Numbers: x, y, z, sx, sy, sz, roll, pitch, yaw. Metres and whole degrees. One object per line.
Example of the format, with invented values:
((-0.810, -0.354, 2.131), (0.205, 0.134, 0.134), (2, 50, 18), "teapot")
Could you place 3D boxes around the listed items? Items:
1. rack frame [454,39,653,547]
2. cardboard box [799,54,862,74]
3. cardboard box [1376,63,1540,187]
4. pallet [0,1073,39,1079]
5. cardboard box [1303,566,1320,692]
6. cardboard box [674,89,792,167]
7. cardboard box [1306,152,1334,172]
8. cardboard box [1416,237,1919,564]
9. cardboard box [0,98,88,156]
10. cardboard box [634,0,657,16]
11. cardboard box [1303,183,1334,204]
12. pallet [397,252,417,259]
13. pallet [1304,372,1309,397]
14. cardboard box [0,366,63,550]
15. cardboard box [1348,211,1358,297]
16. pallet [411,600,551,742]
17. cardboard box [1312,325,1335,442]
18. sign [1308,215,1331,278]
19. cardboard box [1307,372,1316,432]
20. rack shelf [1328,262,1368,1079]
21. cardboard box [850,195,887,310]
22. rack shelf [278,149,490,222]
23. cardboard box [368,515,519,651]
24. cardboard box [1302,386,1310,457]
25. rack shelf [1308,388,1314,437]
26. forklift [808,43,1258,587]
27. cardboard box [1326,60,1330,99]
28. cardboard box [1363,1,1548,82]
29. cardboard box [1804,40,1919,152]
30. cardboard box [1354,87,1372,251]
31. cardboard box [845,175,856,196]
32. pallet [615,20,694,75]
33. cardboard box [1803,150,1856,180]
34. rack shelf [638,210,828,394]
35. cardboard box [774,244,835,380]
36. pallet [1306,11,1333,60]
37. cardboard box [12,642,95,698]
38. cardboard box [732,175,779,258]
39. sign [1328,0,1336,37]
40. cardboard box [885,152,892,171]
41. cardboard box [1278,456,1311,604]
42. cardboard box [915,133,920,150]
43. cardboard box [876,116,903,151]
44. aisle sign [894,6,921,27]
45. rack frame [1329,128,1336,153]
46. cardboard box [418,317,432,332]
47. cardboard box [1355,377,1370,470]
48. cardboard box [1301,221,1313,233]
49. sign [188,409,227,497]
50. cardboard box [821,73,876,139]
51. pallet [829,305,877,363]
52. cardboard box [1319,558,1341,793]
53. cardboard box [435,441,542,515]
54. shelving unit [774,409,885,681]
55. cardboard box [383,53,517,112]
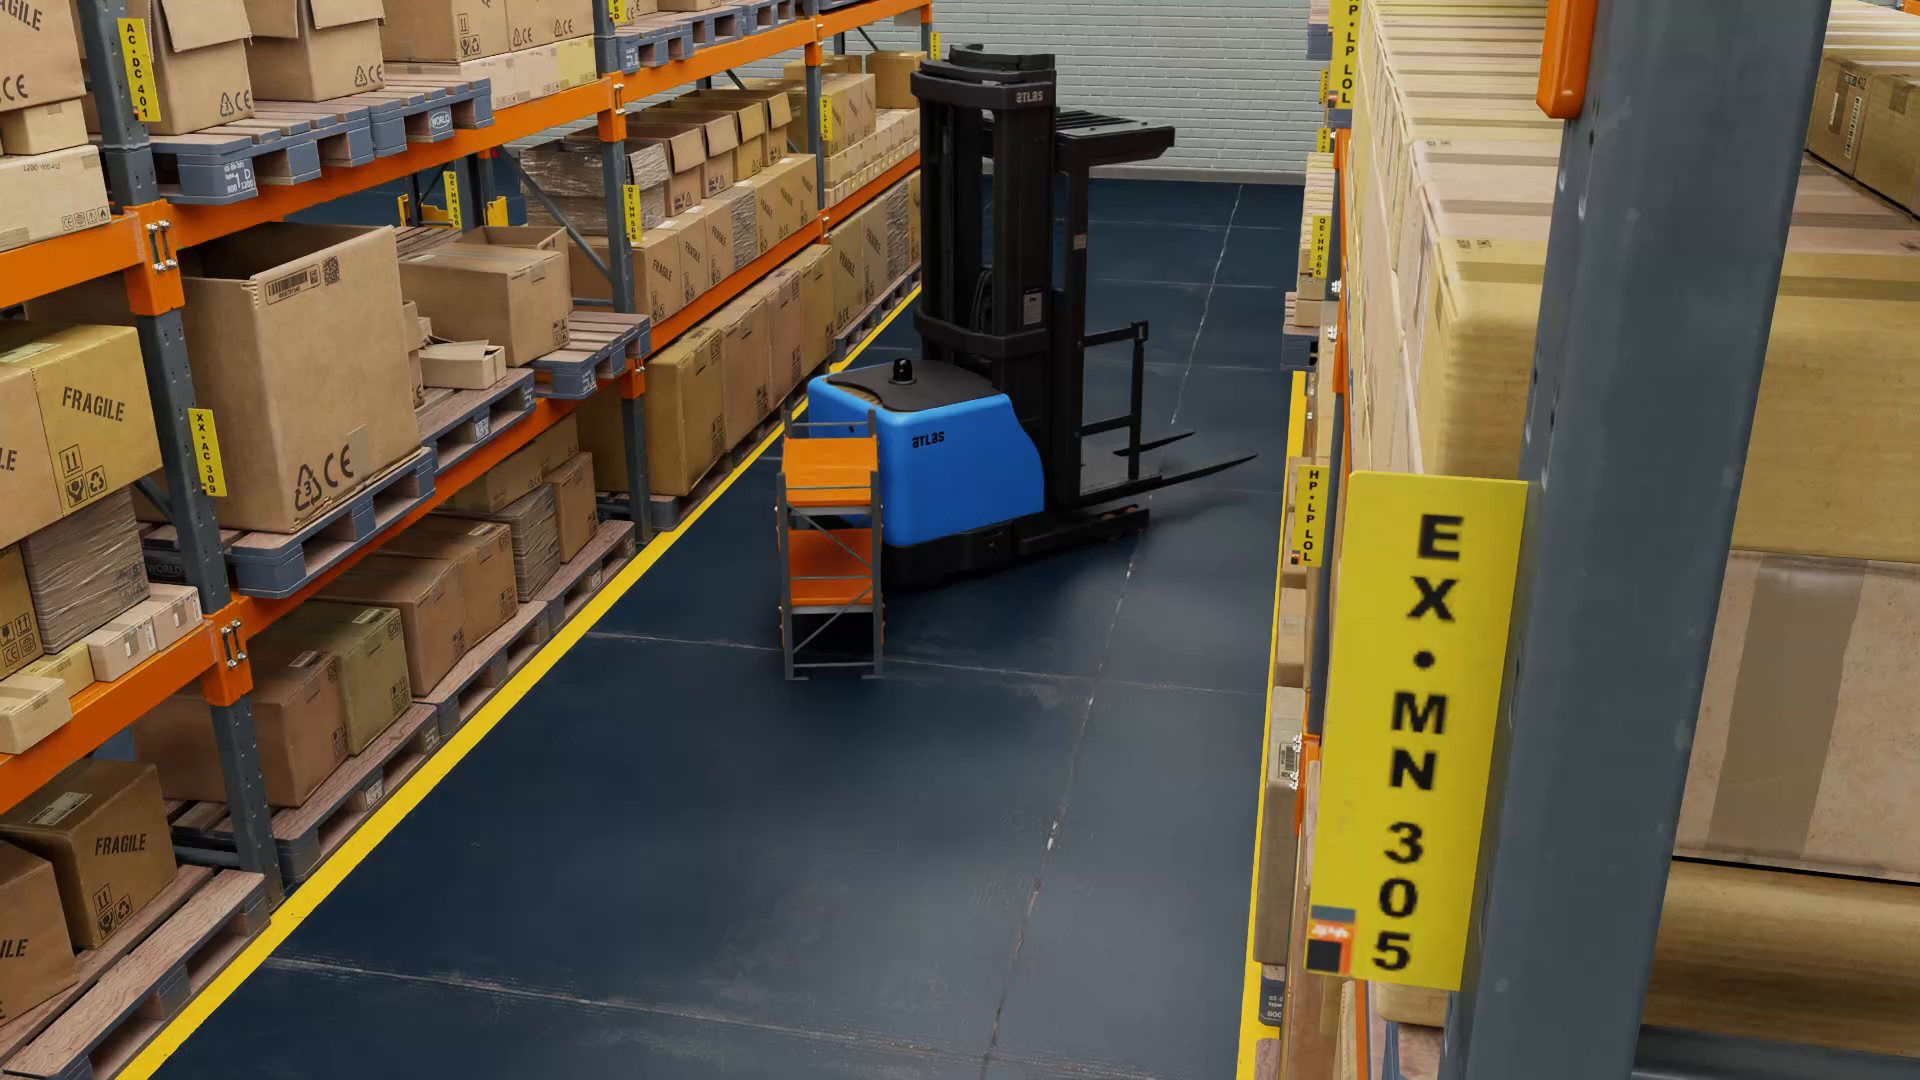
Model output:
((-2.414, -1.412, 9.844), (1.000, 3.000, 0.127), (4, 22, 11), "rack frame")
((-1.246, -4.416, 16.102), (0.500, 0.500, 0.500), (4, 22, 10), "cardboard box")
((0.785, -0.571, 2.314), (0.380, 0.149, 0.250), (4, 22, 10), "cardboard box")
((-3.579, 2.040, 5.005), (1.003, 0.211, 1.213), (4, 22, 11), "pallet")
((1.449, 0.209, 5.687), (0.500, 0.500, 0.500), (4, 22, 11), "cardboard box")
((-1.720, -3.152, 12.688), (0.797, 0.503, 0.637), (4, 22, 10), "cardboard box")
((2.706, -2.705, 12.032), (0.380, 0.149, 0.250), (6, 23, 14), "cardboard box")
((0.525, -0.106, 1.159), (0.380, 0.149, 0.250), (5, 22, 11), "cardboard box")
((-3.014, -1.315, 5.255), (0.380, 0.149, 0.250), (5, 23, 13), "cardboard box")
((-2.270, -3.595, 10.554), (0.500, 0.500, 0.500), (6, 23, 14), "cardboard box")
((2.444, -2.232, 10.858), (0.380, 0.149, 0.250), (5, 23, 13), "cardboard box")
((-6.088, -2.678, 16.721), (1.003, 0.211, 1.213), (4, 22, 11), "pallet")
((3.340, -1.414, 13.583), (1.003, 0.211, 1.213), (4, 22, 11), "pallet")
((-3.153, -0.229, 5.035), (0.500, 0.500, 0.500), (4, 22, 11), "cardboard box")
((0.992, -0.570, 3.380), (0.380, 0.149, 0.250), (4, 22, 10), "cardboard box")
((-2.826, 0.612, 8.551), (1.003, 0.211, 1.213), (4, 22, 11), "pallet")
((1.964, -0.713, 7.976), (0.500, 0.500, 0.500), (4, 22, 10), "cardboard box")
((1.888, -1.535, 8.706), (0.100, 0.325, 0.005), (4, 22, 11), "sign")
((2.396, -0.835, 10.193), (0.500, 0.250, 0.500), (5, 22, 12), "cardboard box")
((1.197, 0.140, 2.939), (1.077, 0.370, 4.000), (4, 22, 11), "rack shelf")
((-1.201, -2.648, 15.196), (0.875, 0.875, 0.875), (4, 22, 11), "cardboard box")
((-6.038, -3.650, 16.364), (1.077, 0.370, 4.000), (4, 22, 11), "rack shelf")
((-2.741, 0.202, 8.594), (0.700, 0.500, 0.500), (6, 23, 15), "cardboard box")
((2.501, -0.677, 10.803), (0.500, 0.500, 0.500), (3, 22, 9), "cardboard box")
((2.829, -1.394, 10.764), (1.077, 0.370, 4.000), (4, 22, 11), "rack shelf")
((0.577, -1.502, 10.159), (3.031, 2.935, 1.130), (-15, 26, -32), "forklift")
((3.477, -4.053, 14.532), (0.500, 0.500, 0.500), (4, 22, 10), "cardboard box")
((1.043, -1.034, 3.463), (0.380, 0.149, 0.250), (4, 22, 10), "cardboard box")
((1.533, -0.706, 2.650), (0.380, 0.149, 0.250), (5, 22, 12), "cardboard box")
((1.027, -0.708, 3.188), (0.500, 0.250, 0.500), (4, 22, 10), "cardboard box")
((-1.105, -3.033, 14.207), (0.380, 0.149, 0.250), (5, 23, 13), "cardboard box")
((-2.335, -2.955, 9.913), (1.213, 0.211, 1.003), (6, 23, 13), "pallet")
((1.446, -0.483, 2.628), (0.500, 0.250, 0.500), (4, 22, 11), "cardboard box")
((-2.006, -1.810, 11.794), (1.077, 0.370, 4.000), (4, 22, 11), "rack shelf")
((-1.709, -1.848, 13.210), (1.225, 0.875, 0.875), (5, 22, 11), "cardboard box")
((2.798, -3.167, 10.437), (1.213, 0.211, 1.003), (4, 22, 11), "pallet")
((-3.156, 0.446, 5.567), (0.380, 0.149, 0.250), (4, 22, 11), "cardboard box")
((-1.633, -2.357, 12.057), (0.500, 0.500, 0.500), (4, 22, 10), "cardboard box")
((1.890, -2.670, 8.261), (0.100, 0.325, 0.005), (4, 22, 11), "sign")
((-0.844, -3.507, 15.382), (0.380, 0.149, 0.250), (5, 22, 12), "cardboard box")
((2.209, 0.068, 8.619), (1.050, 0.750, 0.750), (4, 22, 10), "cardboard box")
((-0.583, -3.971, 16.533), (0.380, 0.149, 0.250), (5, 22, 11), "cardboard box")
((-0.828, -3.837, 15.668), (0.500, 0.250, 0.500), (4, 22, 9), "cardboard box")
((-0.473, -5.547, 16.631), (0.394, 0.787, 0.004), (4, 22, 11), "aisle sign")
((3.237, -2.460, 12.446), (1.000, 3.000, 0.127), (4, 22, 11), "rack frame")
((-2.981, -0.942, 8.315), (0.500, 0.250, 0.500), (4, 22, 9), "cardboard box")
((0.732, -0.107, 2.229), (0.380, 0.149, 0.250), (4, 22, 10), "cardboard box")
((2.179, -1.753, 9.668), (0.380, 0.149, 0.250), (5, 23, 13), "cardboard box")
((-2.698, -0.312, 5.954), (0.100, 0.325, 0.005), (4, 22, 11), "sign")
((-1.040, -3.817, 14.614), (0.500, 0.500, 0.500), (4, 22, 9), "cardboard box")
((-1.366, -1.853, 14.673), (1.003, 0.211, 1.213), (4, 22, 11), "pallet")
((1.253, 0.425, 3.637), (0.875, 0.550, 0.550), (4, 22, 11), "cardboard box")
((-2.620, -0.362, 8.991), (0.500, 0.250, 0.500), (7, 23, 17), "cardboard box")
((-0.681, 0.002, 8.842), (0.538, 1.125, 1.048), (-1, 22, -3), "shelving unit")
((-2.464, -2.175, 7.925), (0.500, 0.250, 0.500), (5, 22, 12), "cardboard box")
